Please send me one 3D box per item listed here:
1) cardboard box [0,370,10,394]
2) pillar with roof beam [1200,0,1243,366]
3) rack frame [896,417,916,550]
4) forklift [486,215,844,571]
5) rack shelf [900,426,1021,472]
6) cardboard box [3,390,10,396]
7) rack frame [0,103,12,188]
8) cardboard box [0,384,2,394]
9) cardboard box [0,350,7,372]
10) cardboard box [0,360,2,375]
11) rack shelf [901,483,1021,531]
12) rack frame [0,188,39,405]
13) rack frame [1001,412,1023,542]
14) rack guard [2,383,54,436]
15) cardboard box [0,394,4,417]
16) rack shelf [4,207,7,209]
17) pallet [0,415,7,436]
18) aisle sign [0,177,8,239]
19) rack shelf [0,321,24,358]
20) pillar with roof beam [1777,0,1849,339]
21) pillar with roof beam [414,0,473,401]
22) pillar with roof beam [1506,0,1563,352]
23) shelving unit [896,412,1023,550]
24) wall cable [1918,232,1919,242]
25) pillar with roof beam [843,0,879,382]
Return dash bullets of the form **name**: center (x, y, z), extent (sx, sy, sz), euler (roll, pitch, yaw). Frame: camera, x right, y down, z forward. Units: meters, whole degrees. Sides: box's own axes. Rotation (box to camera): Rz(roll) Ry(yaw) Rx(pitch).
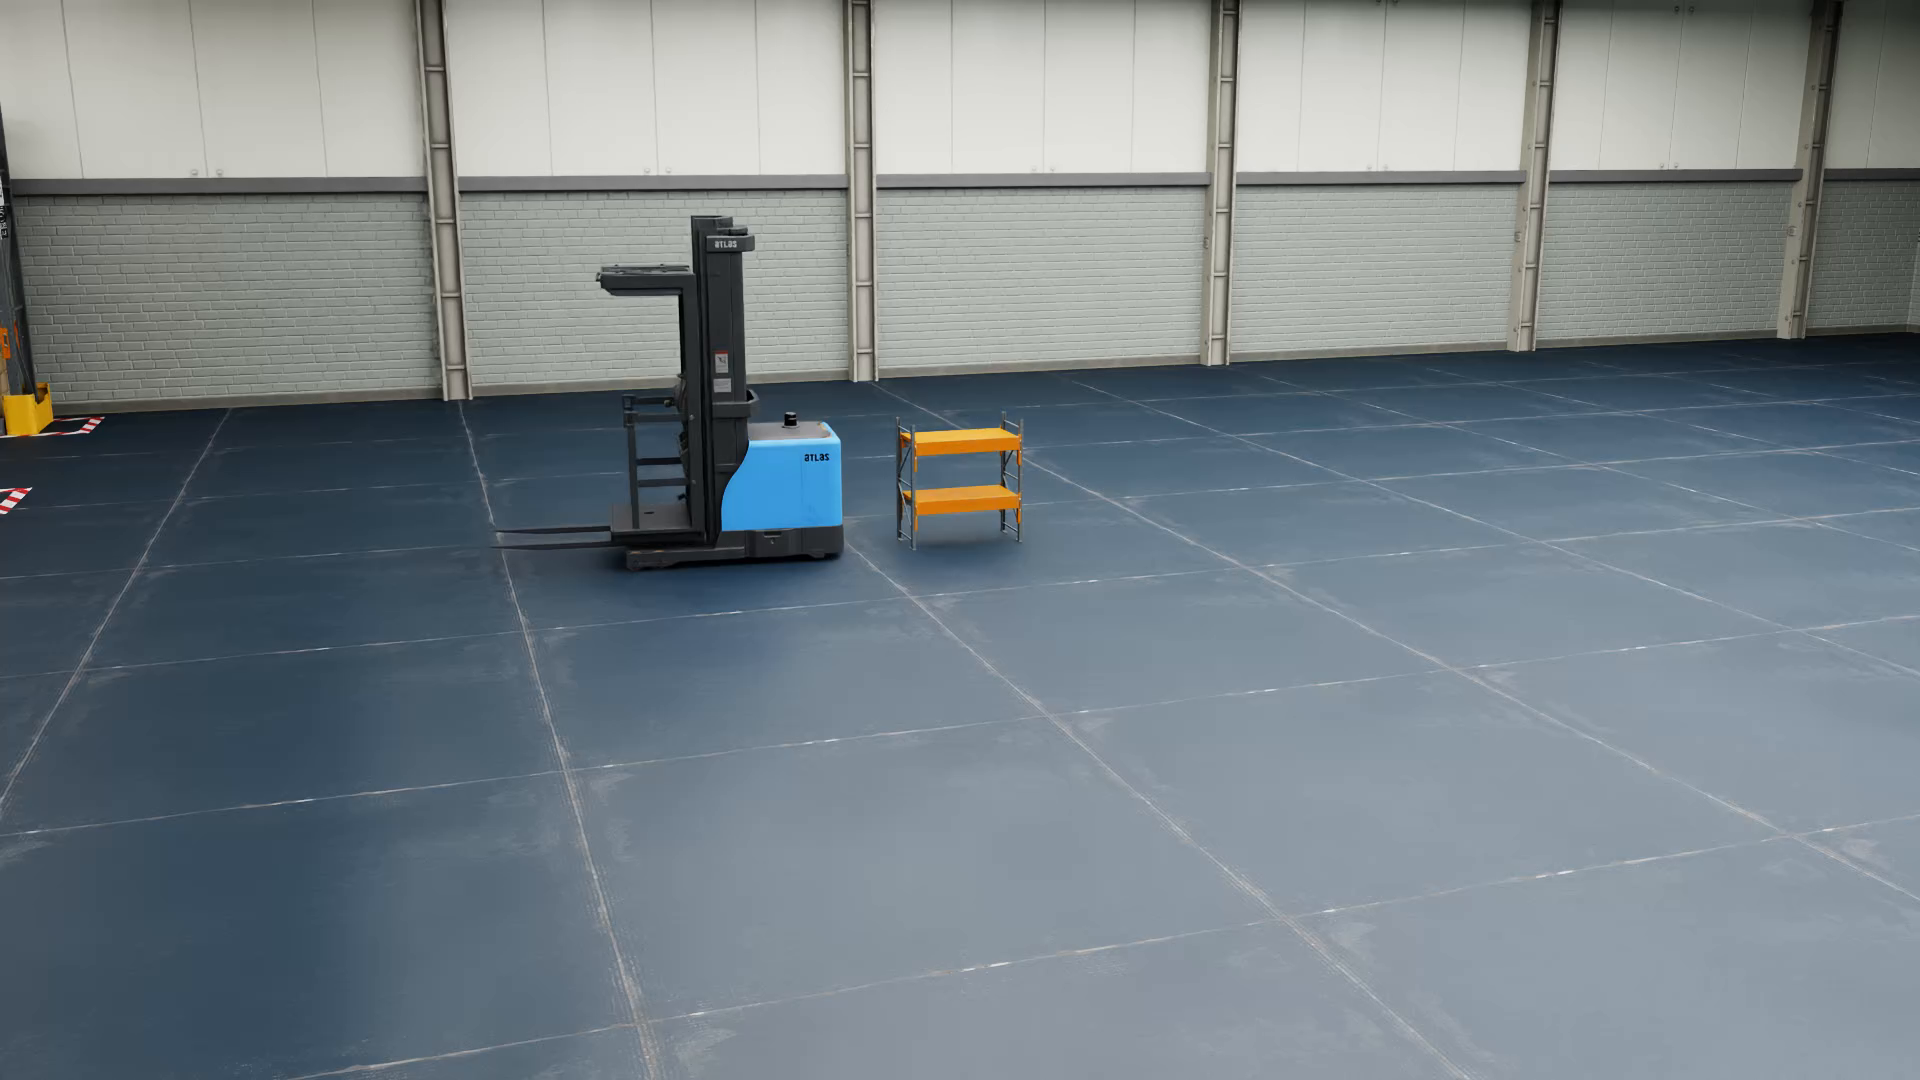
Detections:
- **cardboard box**: center (-12.424, -2.012, 21.183), extent (0.500, 0.250, 0.500), euler (-4, 14, -17)
- **pillar with roof beam**: center (5.574, -6.341, 22.462), extent (0.400, 9.000, 9.100), euler (-4, 14, -18)
- **rack frame**: center (-0.488, -0.509, 14.960), extent (0.032, 1.125, 0.500), euler (-4, 14, -18)
- **forklift**: center (-2.587, -1.296, 14.365), extent (3.031, 2.935, 1.130), euler (-3, 14, -11)
- **rack shelf**: center (-0.006, -0.831, 15.050), extent (1.000, 0.278, 0.538), euler (-4, 14, -18)
- **cardboard box**: center (-12.440, -1.765, 21.223), extent (0.500, 0.250, 0.500), euler (-4, 14, -18)
- **rack frame**: center (-11.912, -5.810, 20.231), extent (0.127, 3.000, 1.000), euler (-4, 14, -18)
- **cardboard box**: center (-12.273, -1.897, 20.698), extent (0.500, 0.250, 0.500), euler (-5, 14, -19)
- **cardboard box**: center (-12.428, -2.251, 21.105), extent (0.500, 0.250, 0.500), euler (-5, 14, -19)
- **cardboard box**: center (-12.249, -2.142, 20.649), extent (0.500, 0.250, 0.500), euler (-4, 14, -16)
- **rack shelf**: center (-0.006, -0.309, 15.174), extent (1.000, 0.278, 0.538), euler (-4, 14, -18)
- **rack frame**: center (-11.912, -2.892, 20.925), extent (0.127, 3.000, 1.000), euler (-4, 14, -18)
- **rack frame**: center (0.475, -0.584, 15.275), extent (0.032, 1.125, 0.500), euler (-4, 14, -18)
- **rack guard**: center (-11.889, -1.678, 21.222), extent (0.348, 0.500, 1.175), euler (-4, 14, -18)
- **cardboard box**: center (-12.256, -1.654, 20.758), extent (0.500, 0.250, 0.500), euler (-4, 14, -18)
- **rack shelf**: center (-13.807, -3.854, 20.041), extent (4.000, 0.370, 1.077), euler (-4, 14, -18)
- **pallet**: center (-12.623, -1.470, 20.972), extent (1.213, 0.211, 1.003), euler (-4, 14, -18)
- **aisle sign**: center (-11.756, -4.097, 20.374), extent (0.004, 0.787, 0.394), euler (-4, 14, -18)
- **rack shelf**: center (-13.807, -2.394, 20.388), extent (4.000, 0.370, 1.077), euler (-4, 14, -18)
- **pillar with roof beam**: center (16.947, -7.227, 26.185), extent (0.548, 9.000, 9.100), euler (-4, 14, -18)
- **pillar with roof beam**: center (-5.799, -5.455, 18.738), extent (0.400, 9.000, 9.100), euler (-4, 14, -18)
- **pillar with roof beam**: center (11.260, -6.784, 24.323), extent (0.400, 9.000, 9.100), euler (-4, 14, -18)
- **shelving unit**: center (-0.006, -0.547, 15.118), extent (1.048, 1.125, 0.538), euler (-4, 14, -18)
- **wall cable**: center (18.788, -6.588, 30.209), extent (0.112, 2.526, 3.097), euler (-4, 14, -18)
- **pillar with roof beam**: center (-0.113, -5.898, 20.600), extent (0.400, 9.000, 9.100), euler (-4, 14, -18)
